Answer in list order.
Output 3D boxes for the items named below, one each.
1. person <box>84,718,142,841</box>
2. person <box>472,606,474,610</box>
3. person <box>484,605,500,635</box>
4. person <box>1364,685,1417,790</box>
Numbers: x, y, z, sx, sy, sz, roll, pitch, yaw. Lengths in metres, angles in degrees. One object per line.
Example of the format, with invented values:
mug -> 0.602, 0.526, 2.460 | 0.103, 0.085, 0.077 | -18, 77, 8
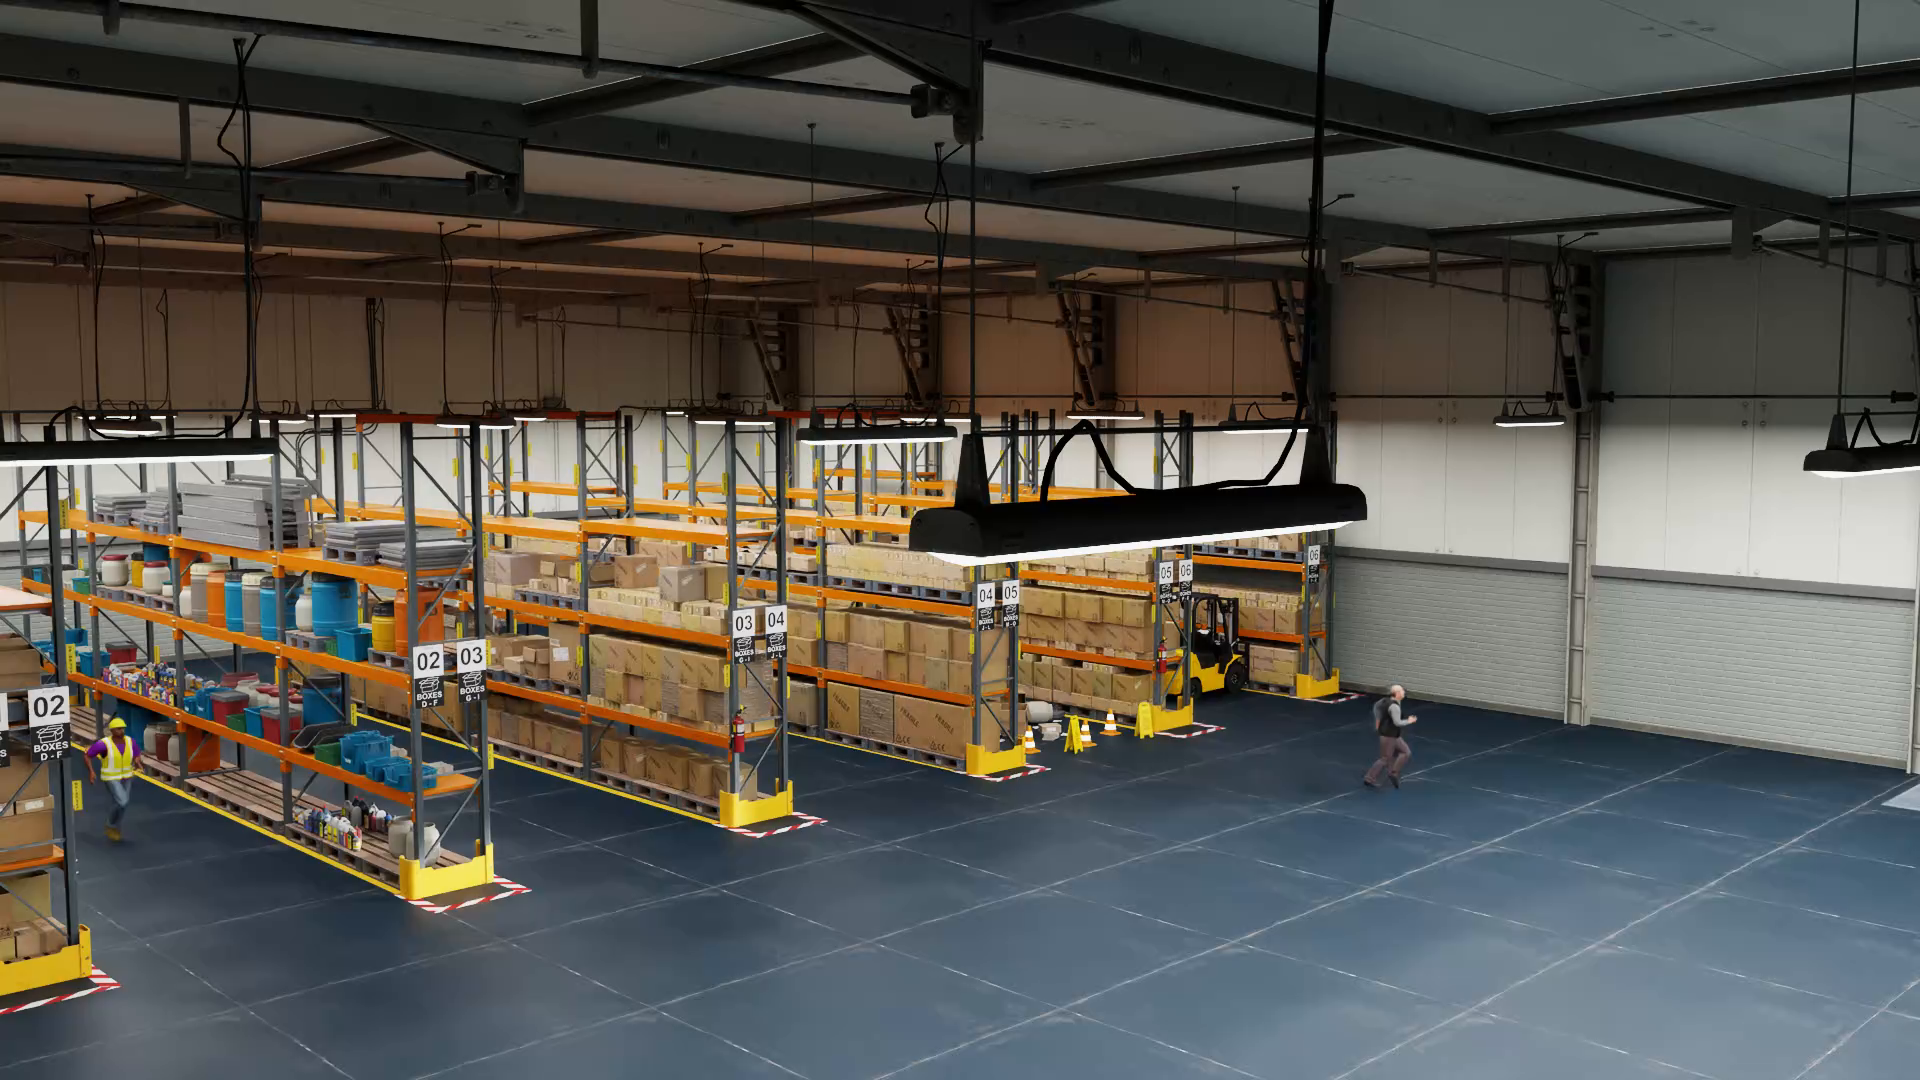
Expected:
person -> -11.963, 3.403, 23.636 | 0.771, 1.750, 0.675 | 3, 6, 30
person -> -10.430, 2.306, 36.104 | 0.740, 1.820, 0.641 | 4, 6, 40
person -> -10.496, 2.246, 36.849 | 0.667, 1.741, 0.742 | -4, 6, -40
person -> 6.895, 3.161, 26.635 | 0.805, 1.708, 0.682 | 1, 5, 7
